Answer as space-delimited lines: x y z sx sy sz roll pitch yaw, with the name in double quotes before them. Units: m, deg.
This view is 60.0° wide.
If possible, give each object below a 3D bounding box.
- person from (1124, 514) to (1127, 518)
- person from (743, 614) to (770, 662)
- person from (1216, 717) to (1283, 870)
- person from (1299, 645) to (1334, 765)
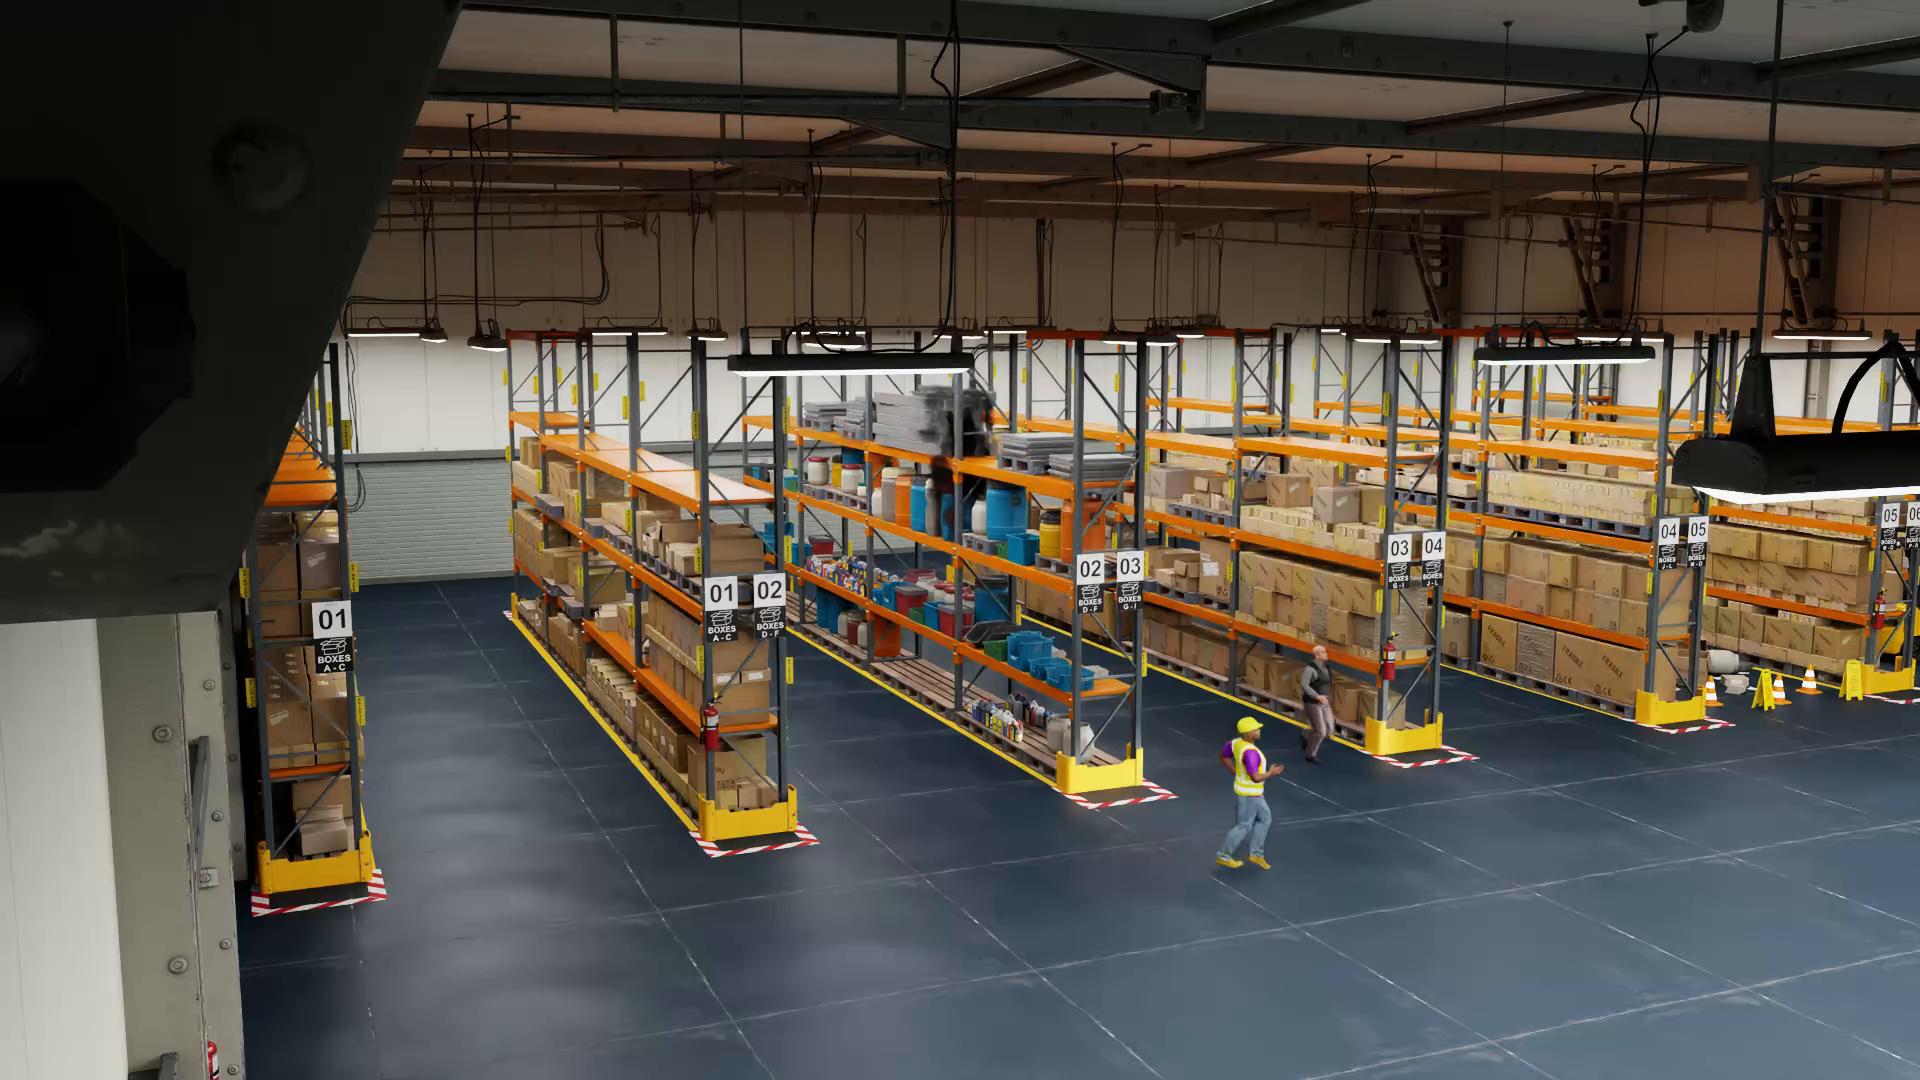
"person" 3.705 0.179 38.891 0.721 1.787 0.764 -3 8 -21
"person" -3.407 1.658 28.426 0.550 1.629 0.565 -5 9 -34
"person" 3.282 2.902 18.870 0.730 1.821 0.674 0 8 2
"person" 5.055 2.323 23.555 0.610 1.692 0.700 8 11 44
